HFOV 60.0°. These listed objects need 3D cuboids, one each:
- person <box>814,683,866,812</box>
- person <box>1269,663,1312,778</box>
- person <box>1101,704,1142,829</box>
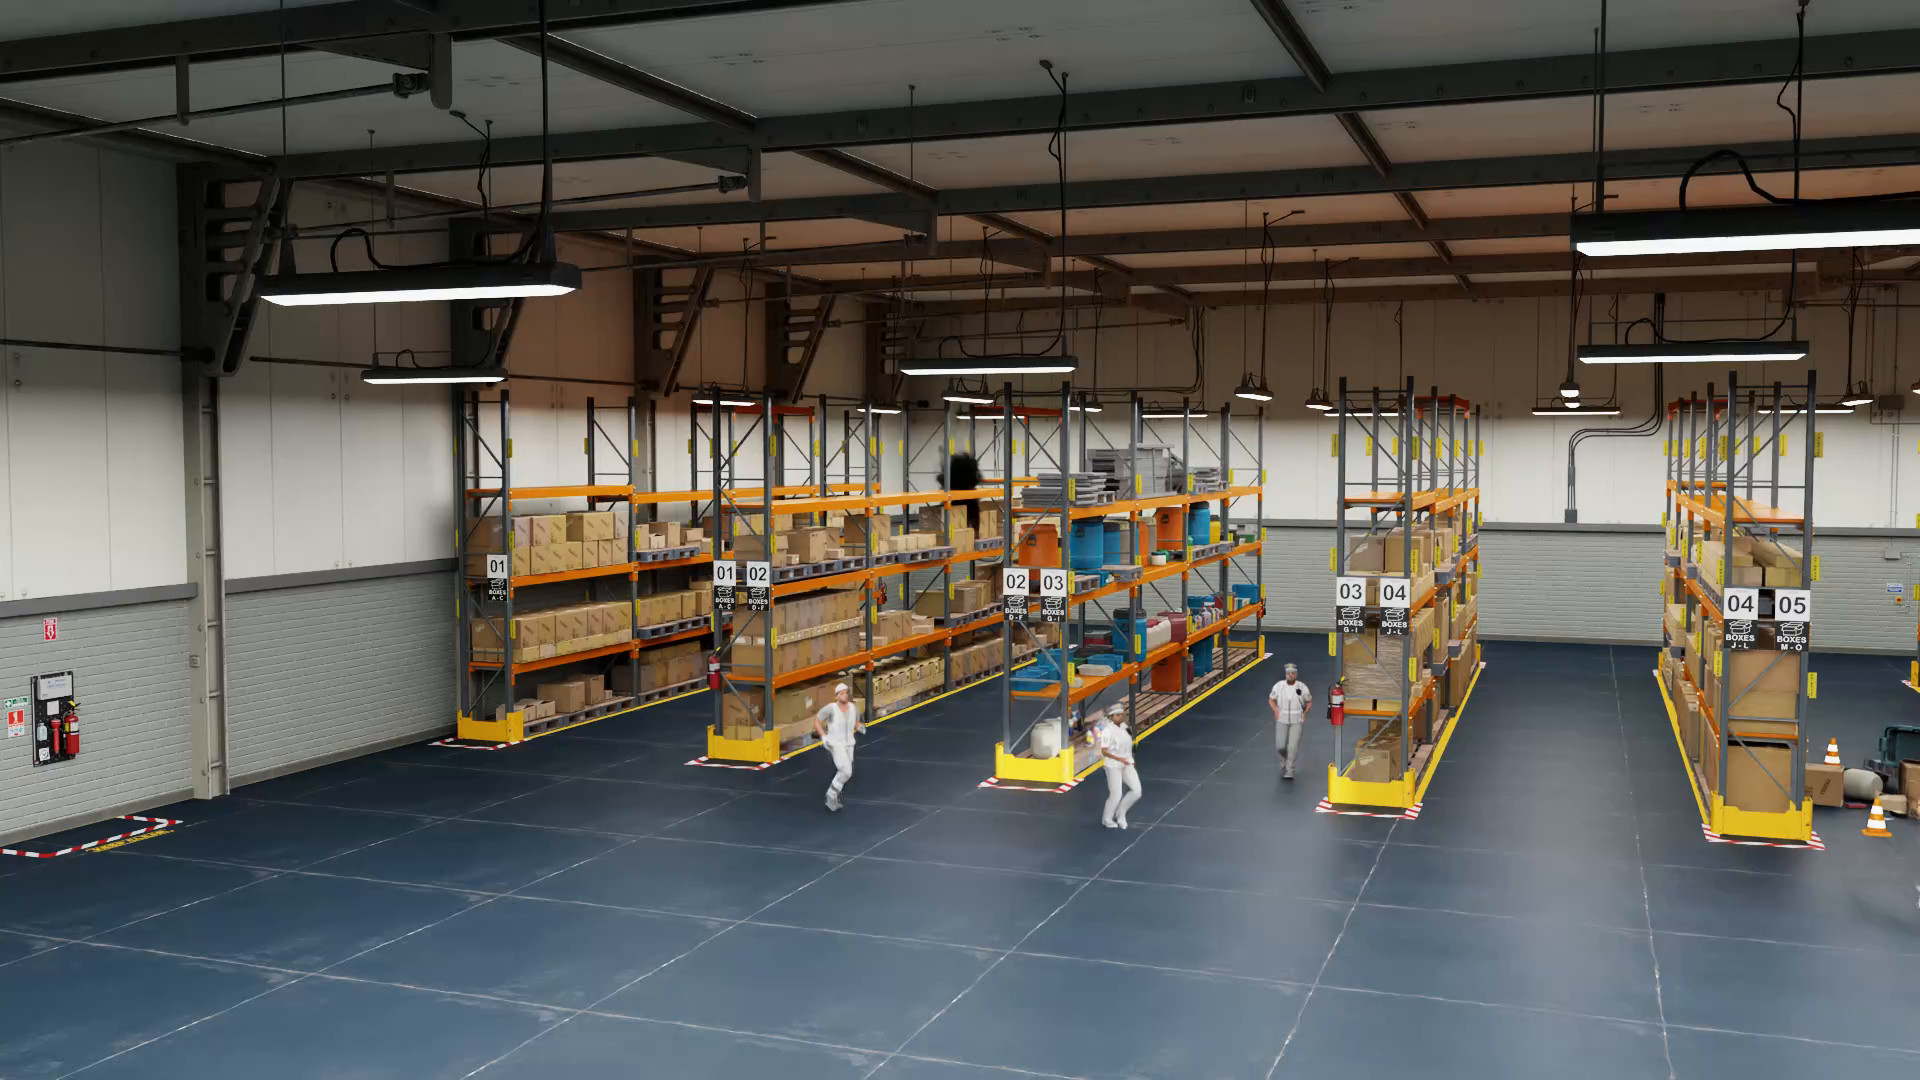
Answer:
[{"bbox_3d":[-1.595,2.854,22.890,0.625,1.762,0.659,-3,4,-41],"label":"person"},{"bbox_3d":[5.038,2.737,25.355,0.649,1.732,0.595,1,3,14],"label":"person"},{"bbox_3d":[2.108,2.965,21.811,0.589,1.659,0.617,-2,4,-33],"label":"person"}]
